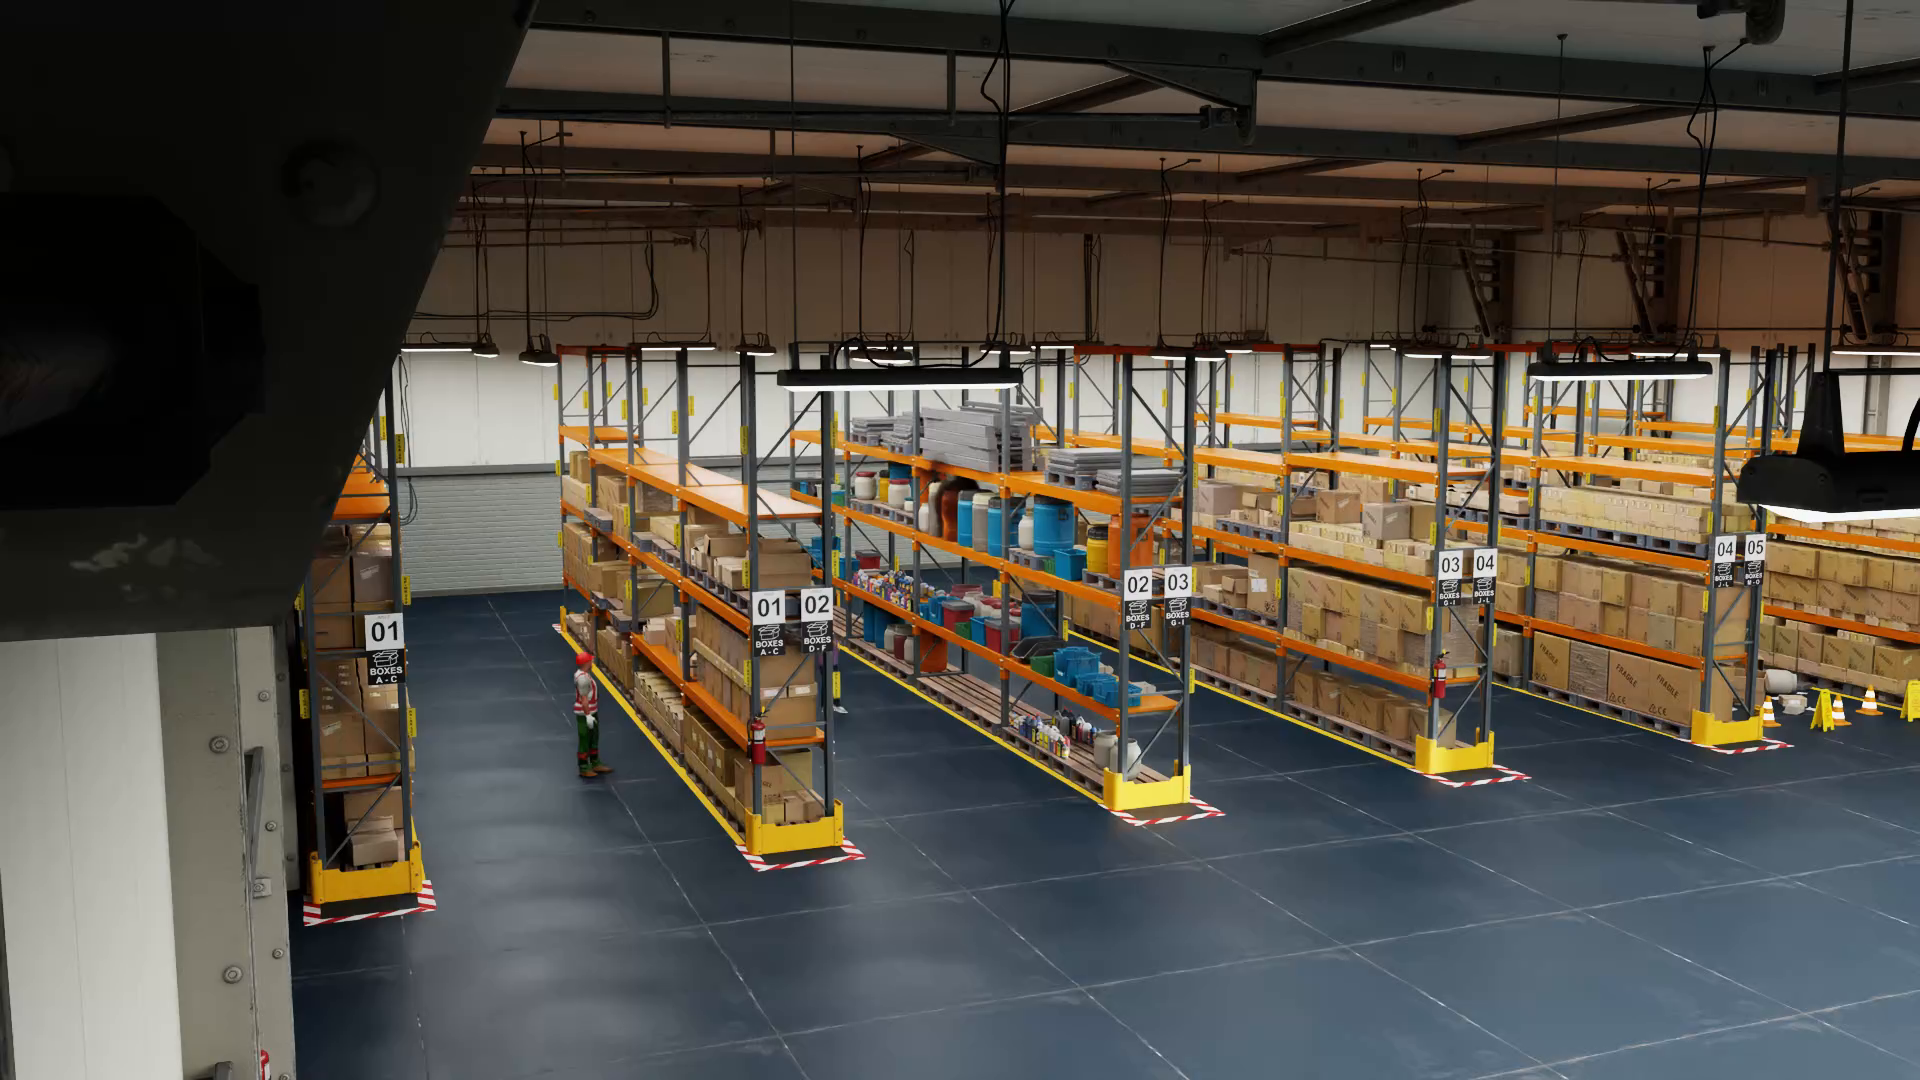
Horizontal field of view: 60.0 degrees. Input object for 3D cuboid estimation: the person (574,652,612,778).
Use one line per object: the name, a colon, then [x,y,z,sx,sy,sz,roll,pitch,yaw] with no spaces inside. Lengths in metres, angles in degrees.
person: [-5.251,2.459,23.608,0.475,1.792,0.616,0,7,3]

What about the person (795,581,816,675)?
person: [-2.788,1.597,30.908,0.572,1.689,0.915,-3,8,-21]

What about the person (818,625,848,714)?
person: [-2.106,2.065,27.157,0.413,1.613,0.484,3,8,24]
